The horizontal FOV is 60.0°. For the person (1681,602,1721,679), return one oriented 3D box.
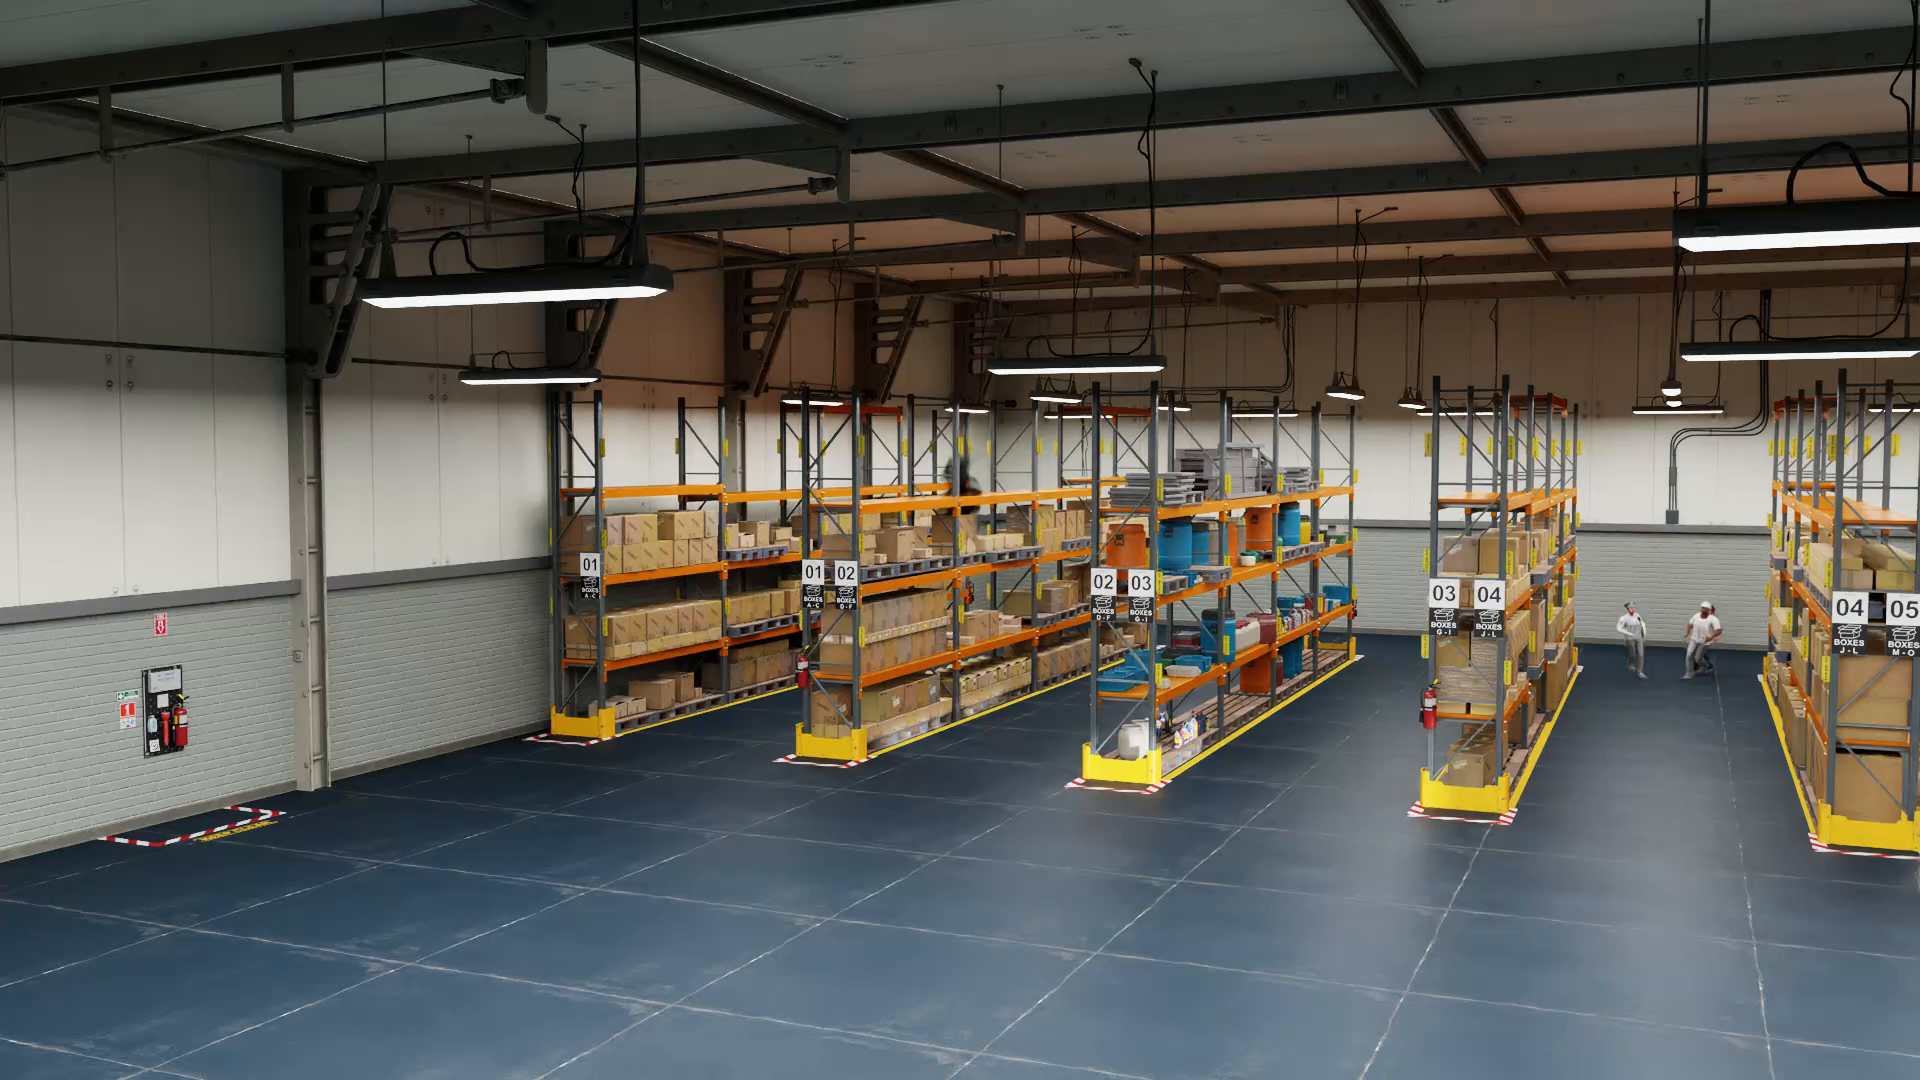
[{"bbox_3d":[16.027,2.140,35.875,0.613,1.632,0.749,-2,4,-38],"label":"person"}]

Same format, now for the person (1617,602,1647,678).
[{"bbox_3d":[14.776,2.176,36.588,0.658,1.670,0.710,0,3,-2],"label":"person"}]

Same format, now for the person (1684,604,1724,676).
[{"bbox_3d":[16.316,2.200,36.497,0.752,1.584,0.583,-1,3,-12],"label":"person"}]
